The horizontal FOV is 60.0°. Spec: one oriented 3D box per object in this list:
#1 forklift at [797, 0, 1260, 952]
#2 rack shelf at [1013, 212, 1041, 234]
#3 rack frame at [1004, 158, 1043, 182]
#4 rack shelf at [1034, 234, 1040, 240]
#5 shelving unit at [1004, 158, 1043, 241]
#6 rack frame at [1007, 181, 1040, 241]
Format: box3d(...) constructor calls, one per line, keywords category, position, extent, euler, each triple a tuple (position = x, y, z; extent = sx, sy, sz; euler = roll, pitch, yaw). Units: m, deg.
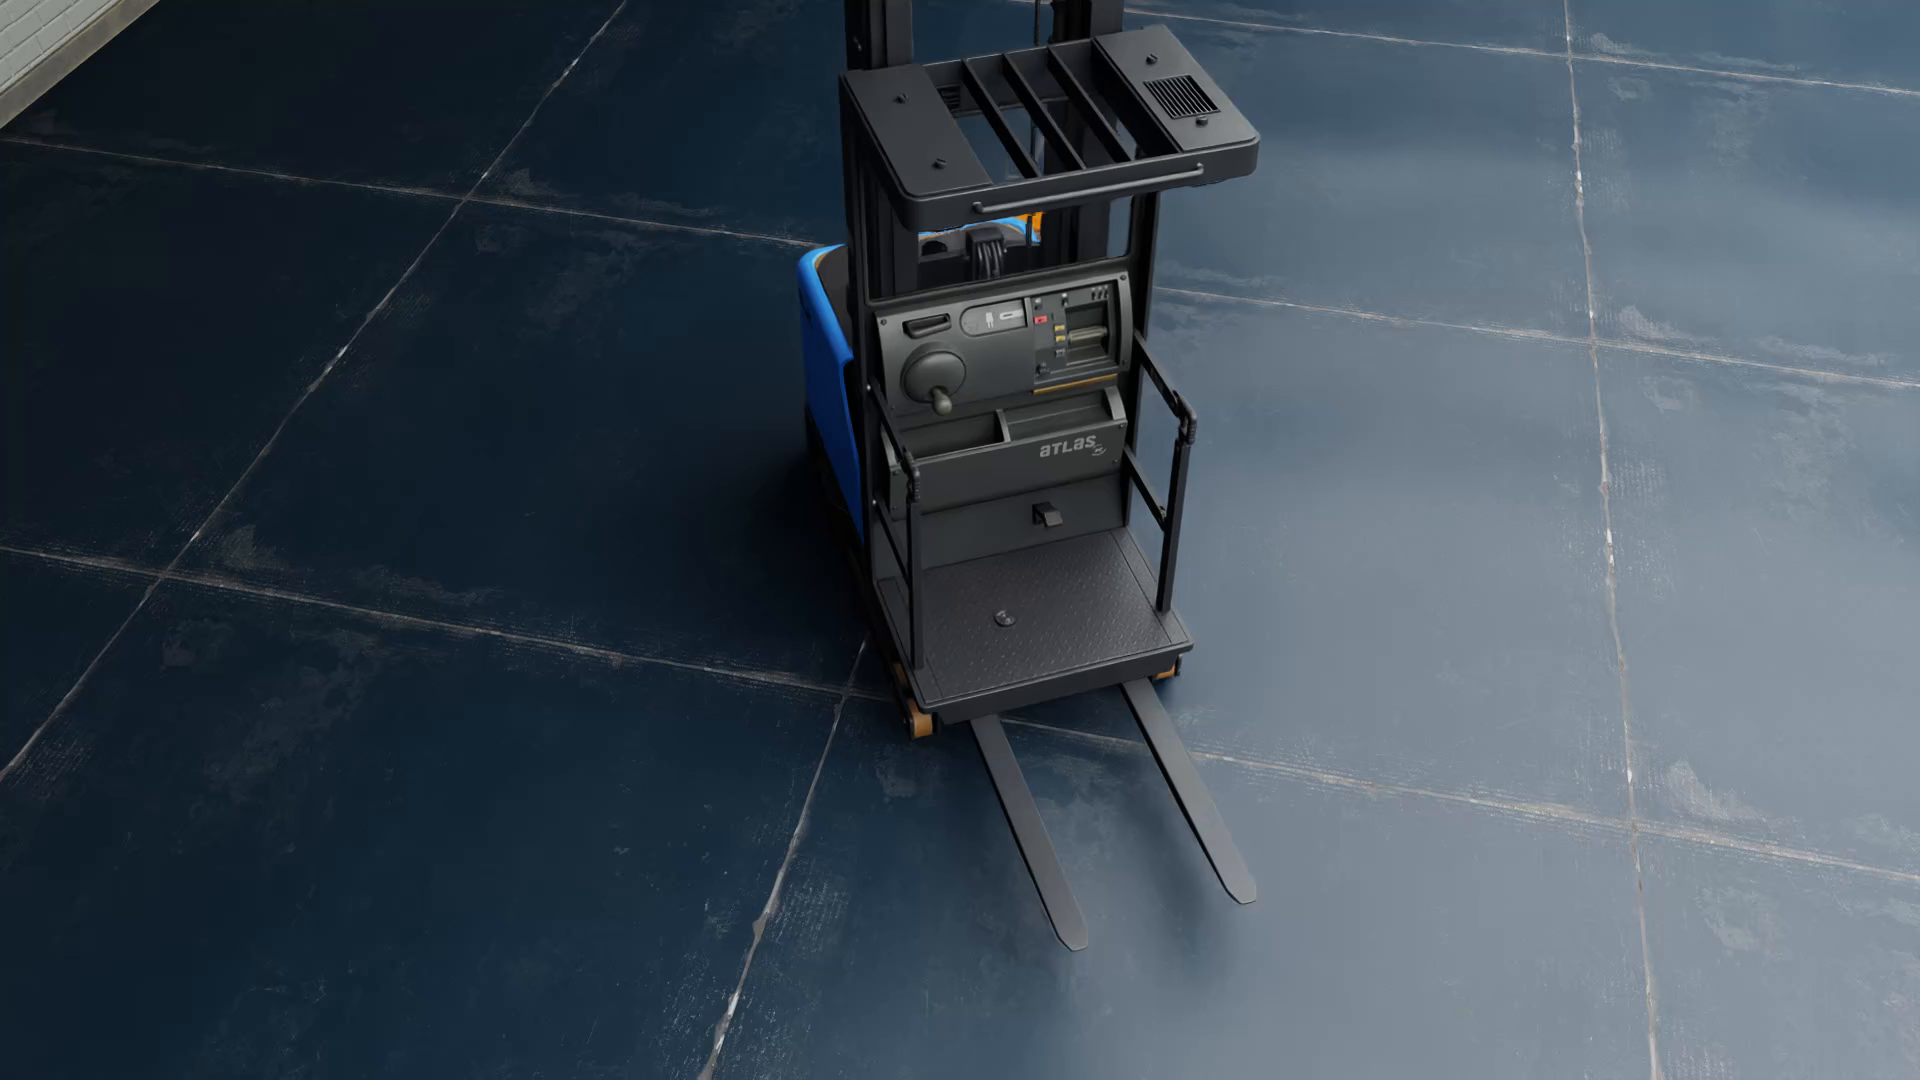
box3d(category="forklift", position=(0.232, -0.609, 5.730), extent=(1.130, 2.935, 3.031), euler=(-12, 45, -12))
box3d(category="rack shelf", position=(0.315, -1.385, 7.328), extent=(0.258, 0.103, 0.180), euler=(-2, 44, -2))
box3d(category="rack frame", position=(0.311, -1.220, 7.612), extent=(0.240, 1.200, 0.006), euler=(-2, 44, -2))
box3d(category="rack shelf", position=(0.315, -1.298, 7.411), extent=(0.258, 0.103, 0.180), euler=(-2, 44, -2))
box3d(category="shelving unit", position=(0.315, -1.157, 7.546), extent=(0.258, 1.200, 0.189), euler=(-2, 44, -2))
box3d(category="rack frame", position=(0.318, -1.093, 7.480), extent=(0.240, 1.200, 0.006), euler=(-2, 44, -2))
